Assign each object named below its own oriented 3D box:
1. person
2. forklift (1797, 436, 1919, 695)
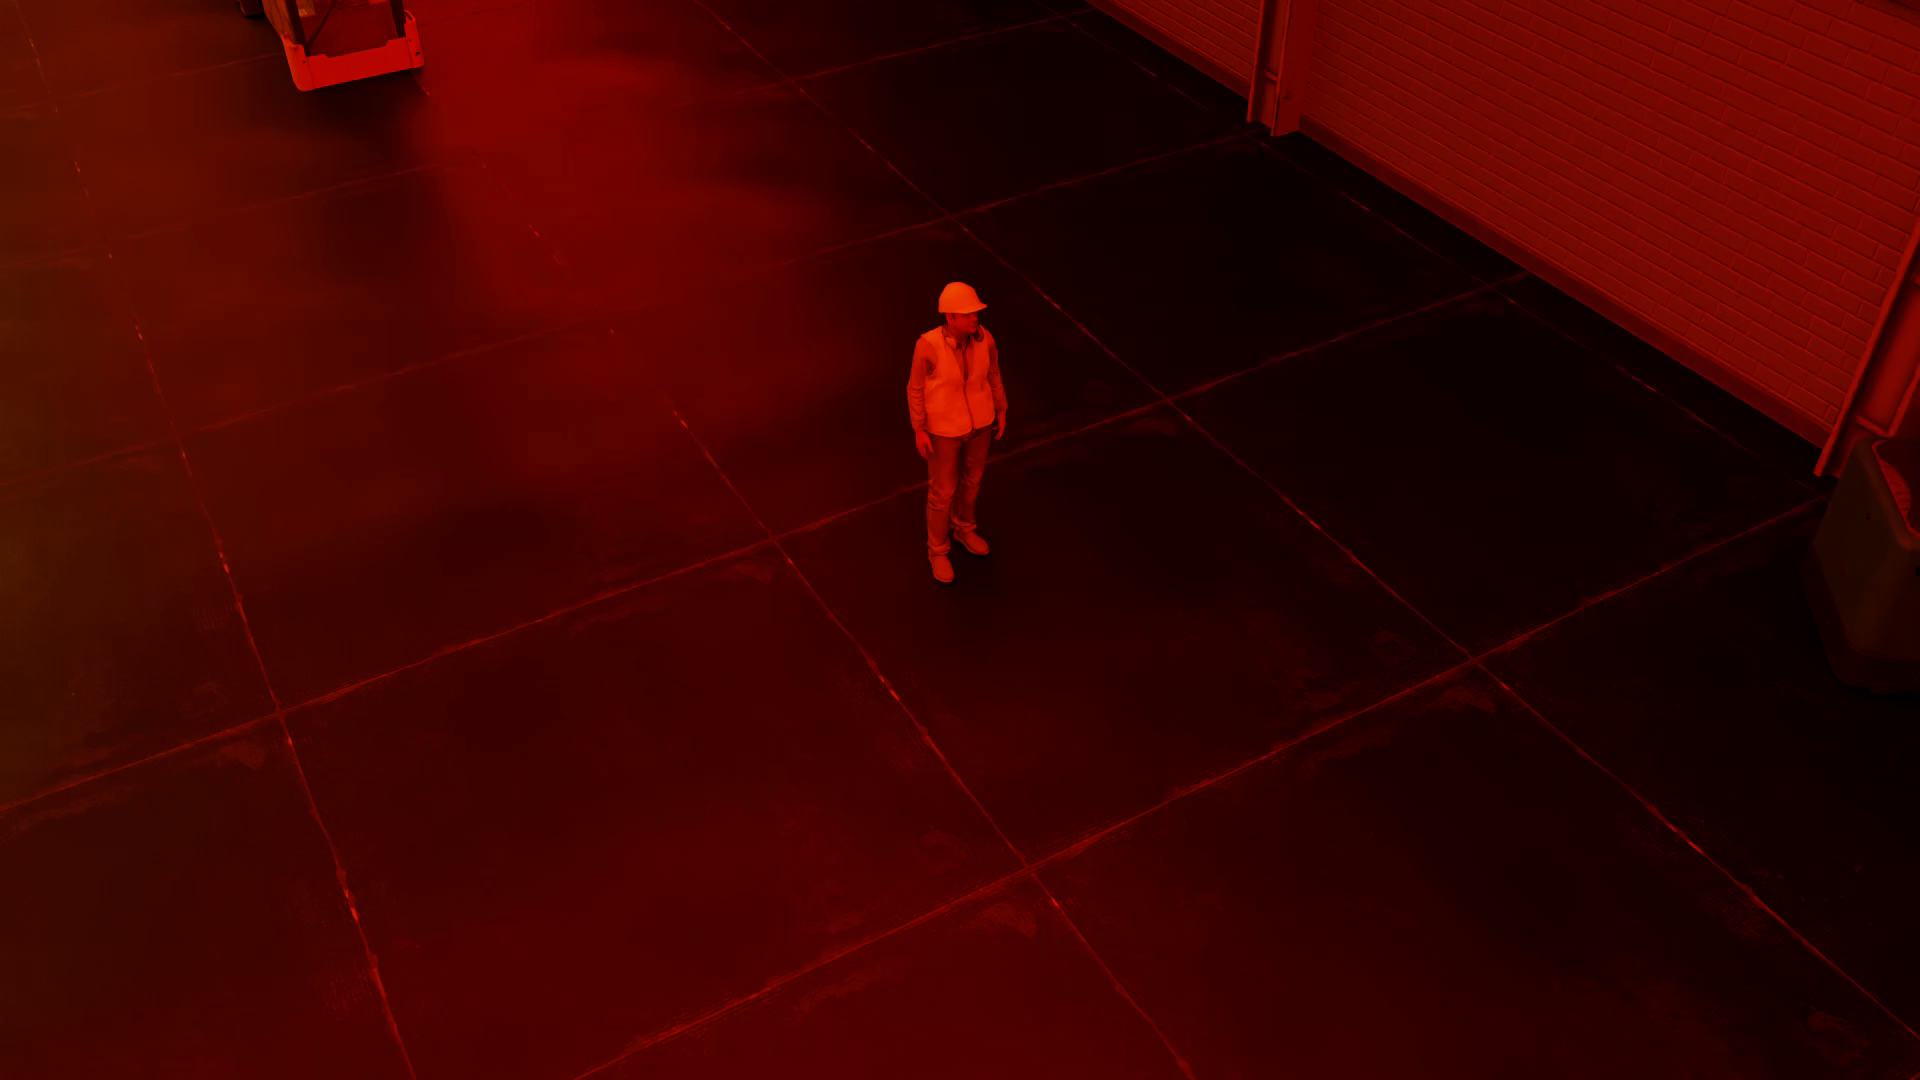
[{"bbox_3d":[0.024,-0.650,9.718,0.632,1.768,0.568,-20,44,-23],"label":"person"},{"bbox_3d":[6.453,-0.452,8.581,3.031,2.935,1.130,6,40,7],"label":"forklift"}]
